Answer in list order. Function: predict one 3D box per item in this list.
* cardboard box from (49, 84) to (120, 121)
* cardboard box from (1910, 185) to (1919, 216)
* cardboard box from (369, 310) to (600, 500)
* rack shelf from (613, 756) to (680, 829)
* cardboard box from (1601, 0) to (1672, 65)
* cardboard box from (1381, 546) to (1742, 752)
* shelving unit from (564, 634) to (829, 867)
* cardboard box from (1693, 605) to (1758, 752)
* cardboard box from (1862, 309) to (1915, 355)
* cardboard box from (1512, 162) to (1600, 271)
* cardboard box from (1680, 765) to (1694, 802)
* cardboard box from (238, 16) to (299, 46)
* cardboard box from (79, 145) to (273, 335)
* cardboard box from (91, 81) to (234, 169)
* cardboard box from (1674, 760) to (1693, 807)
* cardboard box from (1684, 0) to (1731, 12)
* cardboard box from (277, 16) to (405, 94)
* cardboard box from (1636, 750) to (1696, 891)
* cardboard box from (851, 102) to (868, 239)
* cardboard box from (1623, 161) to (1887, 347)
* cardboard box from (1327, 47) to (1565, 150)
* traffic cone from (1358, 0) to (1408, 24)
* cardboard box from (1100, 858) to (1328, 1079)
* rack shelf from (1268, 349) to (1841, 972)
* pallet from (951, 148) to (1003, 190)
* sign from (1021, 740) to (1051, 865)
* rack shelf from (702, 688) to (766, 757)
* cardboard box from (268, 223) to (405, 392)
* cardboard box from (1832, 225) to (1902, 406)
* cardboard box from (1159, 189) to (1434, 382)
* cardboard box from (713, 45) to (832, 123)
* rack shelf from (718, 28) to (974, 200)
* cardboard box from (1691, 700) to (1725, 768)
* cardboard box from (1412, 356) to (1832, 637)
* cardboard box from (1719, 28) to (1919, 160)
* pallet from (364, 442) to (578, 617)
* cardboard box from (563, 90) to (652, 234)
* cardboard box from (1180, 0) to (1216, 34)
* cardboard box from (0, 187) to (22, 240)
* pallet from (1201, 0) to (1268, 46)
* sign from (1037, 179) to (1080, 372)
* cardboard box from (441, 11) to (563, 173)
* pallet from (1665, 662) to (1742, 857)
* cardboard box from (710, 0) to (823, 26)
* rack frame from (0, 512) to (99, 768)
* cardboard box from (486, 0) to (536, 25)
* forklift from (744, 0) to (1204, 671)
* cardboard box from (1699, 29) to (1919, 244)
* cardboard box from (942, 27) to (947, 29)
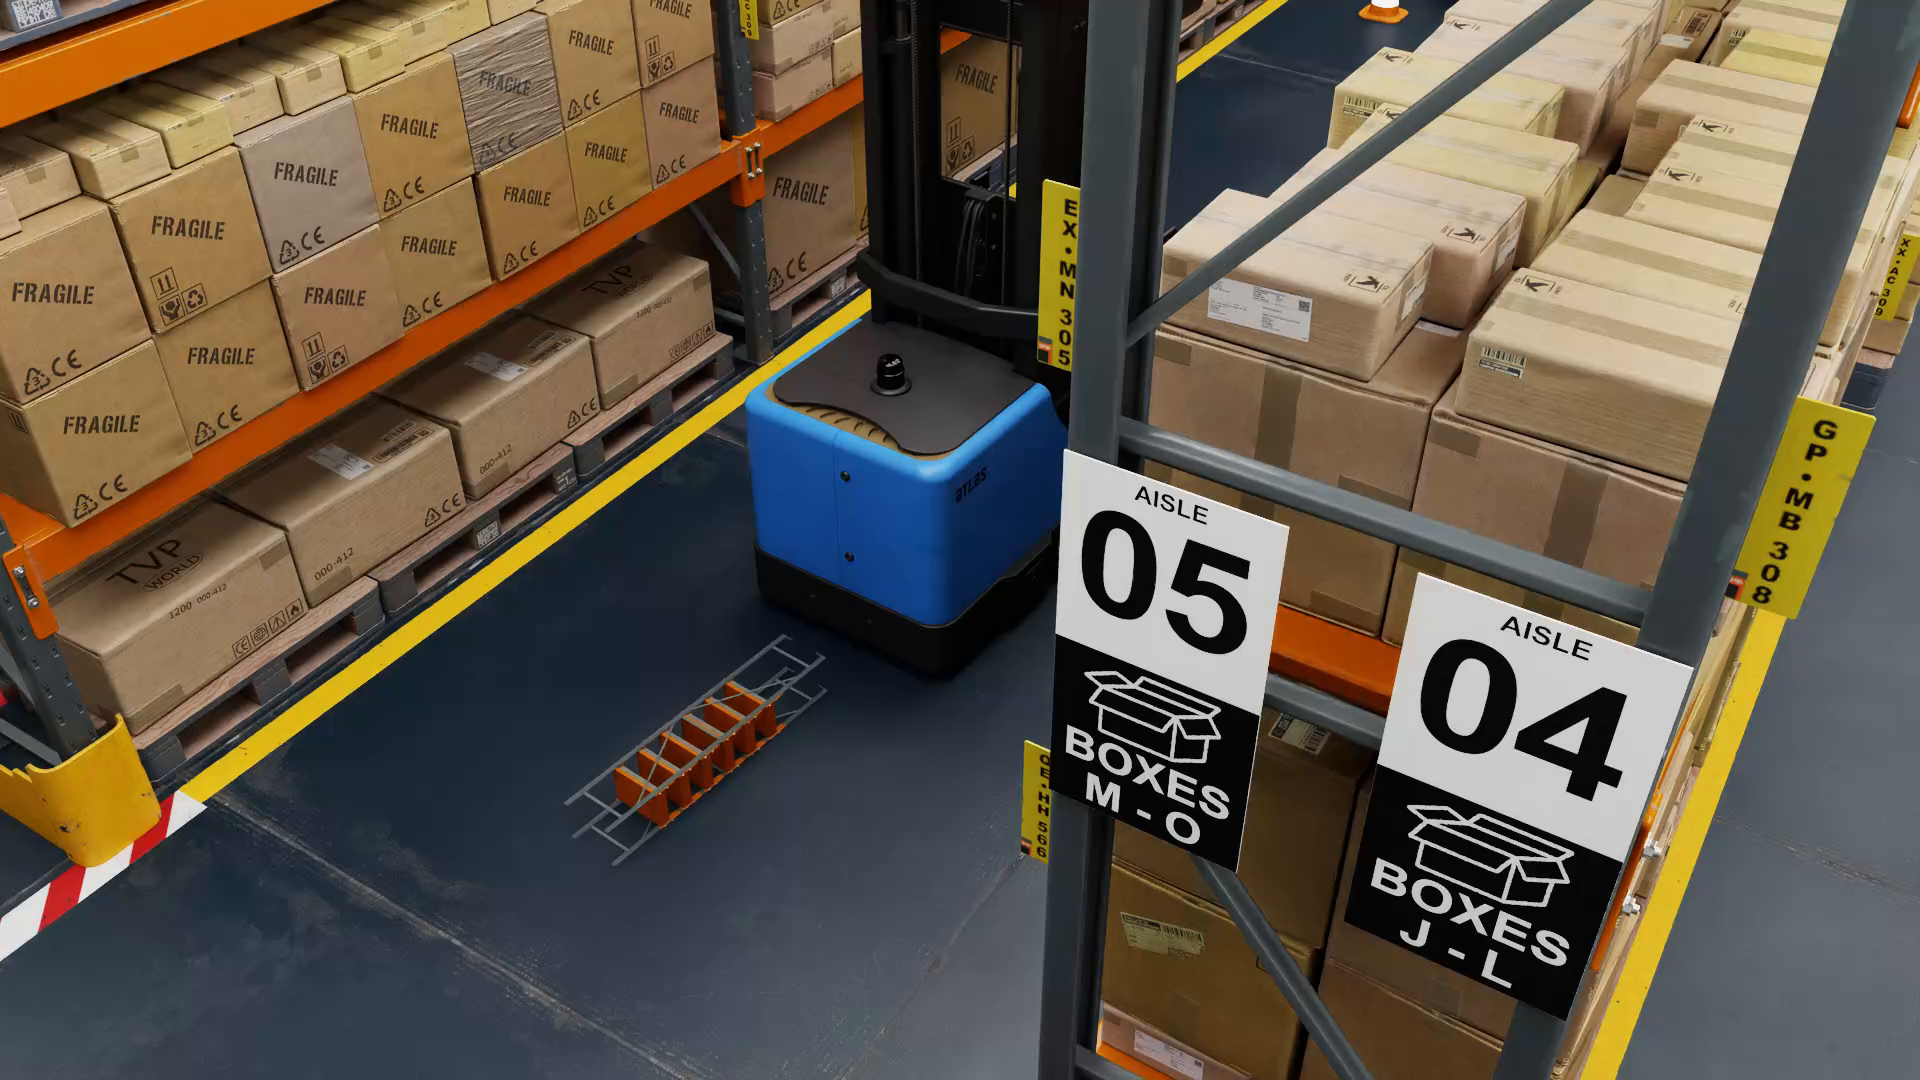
[{"bbox_3d":[-3.229,-1.607,5.946,0.380,0.149,0.250,22,43,26],"label":"cardboard box"},{"bbox_3d":[3.516,-1.244,6.282,0.380,0.149,0.250,22,43,26],"label":"cardboard box"},{"bbox_3d":[-2.368,-0.712,7.971,0.875,0.438,0.875,20,42,24],"label":"cardboard box"},{"bbox_3d":[-1.202,0.957,6.351,0.258,0.180,0.103,25,45,29],"label":"rack shelf"},{"bbox_3d":[1.402,-1.219,3.805,0.380,0.149,0.250,20,42,24],"label":"cardboard box"},{"bbox_3d":[1.086,0.042,2.904,0.500,0.250,0.500,23,43,27],"label":"cardboard box"},{"bbox_3d":[-1.009,0.803,6.548,0.258,0.189,1.200,25,45,29],"label":"shelving unit"},{"bbox_3d":[1.656,0.098,4.022,0.500,0.500,0.500,20,42,24],"label":"cardboard box"},{"bbox_3d":[3.372,-0.863,6.274,0.380,0.149,0.250,19,42,23],"label":"cardboard box"},{"bbox_3d":[0.934,-0.593,3.318,0.500,0.250,0.500,20,42,24],"label":"cardboard box"},{"bbox_3d":[2.553,0.797,6.250,0.380,0.149,0.250,20,42,24],"label":"cardboard box"},{"bbox_3d":[-2.788,-1.996,6.451,0.380,0.149,0.250,23,43,26],"label":"cardboard box"},{"bbox_3d":[-2.836,-1.107,5.828,0.500,0.500,0.500,20,42,24],"label":"cardboard box"},{"bbox_3d":[-2.738,-1.430,5.716,0.380,0.149,0.250,20,42,24],"label":"cardboard box"},{"bbox_3d":[2.299,0.806,5.752,0.380,0.149,0.250,19,42,23],"label":"cardboard box"},{"bbox_3d":[1.760,-1.390,4.353,0.500,0.250,0.500,22,43,26],"label":"cardboard box"},{"bbox_3d":[-2.314,-1.819,6.221,0.380,0.149,0.250,20,42,24],"label":"cardboard box"},{"bbox_3d":[1.641,0.488,4.335,0.500,0.500,0.500,22,43,26],"label":"cardboard box"},{"bbox_3d":[-0.719,-2.449,9.867,0.875,0.875,0.875,22,43,26],"label":"cardboard box"},{"bbox_3d":[1.354,-0.500,2.871,0.380,0.149,0.250,21,42,25],"label":"cardboard box"},{"bbox_3d":[0.961,-0.832,3.303,0.380,0.149,0.250,22,43,26],"label":"cardboard box"},{"bbox_3d":[3.342,-4.333,12.991,0.336,0.463,0.334,21,42,25],"label":"traffic cone"},{"bbox_3d":[0.653,0.846,3.871,0.500,0.500,0.500,22,43,26],"label":"cardboard box"},{"bbox_3d":[1.701,-0.615,4.224,1.077,0.370,4.000,21,42,25],"label":"rack shelf"},{"bbox_3d":[-0.459,-2.260,10.509,1.003,0.211,1.213,21,42,25],"label":"pallet"},{"bbox_3d":[0.171,0.543,3.381,0.100,0.325,0.005,21,42,25],"label":"sign"},{"bbox_3d":[-0.909,0.723,6.650,0.258,0.180,0.103,25,45,29],"label":"rack shelf"},{"bbox_3d":[-2.570,-0.968,6.466,0.500,0.500,0.500,21,42,25],"label":"cardboard box"},{"bbox_3d":[2.476,-0.698,5.054,0.500,0.500,0.500,20,42,24],"label":"cardboard box"},{"bbox_3d":[0.559,-0.433,2.785,0.380,0.149,0.250,21,42,25],"label":"cardboard box"},{"bbox_3d":[-1.003,-2.391,8.518,0.500,0.250,0.500,20,42,24],"label":"cardboard box"},{"bbox_3d":[-0.390,-3.057,9.847,1.077,0.370,4.000,21,42,25],"label":"rack shelf"},{"bbox_3d":[2.609,0.655,6.190,0.380,0.149,0.250,20,42,24],"label":"cardboard box"},{"bbox_3d":[1.089,-0.154,2.750,0.500,0.250,0.500,22,43,26],"label":"cardboard box"},{"bbox_3d":[1.755,-0.897,3.387,0.380,0.149,0.250,23,43,26],"label":"cardboard box"},{"bbox_3d":[-2.588,-0.208,7.847,1.003,0.211,1.213,21,42,25],"label":"pallet"},{"bbox_3d":[-1.765,-1.760,7.495,0.500,0.500,0.500,20,42,24],"label":"cardboard box"},{"bbox_3d":[1.381,-4.169,12.510,0.950,0.372,0.625,20,42,24],"label":"cardboard box"},{"bbox_3d":[-3.181,-1.033,5.201,0.380,0.149,0.250,22,43,26],"label":"cardboard box"},{"bbox_3d":[1.756,-4.297,13.151,1.003,0.211,1.213,21,42,25],"label":"pallet"},{"bbox_3d":[0.171,-0.412,2.645,0.100,0.325,0.005,21,42,25],"label":"sign"},{"bbox_3d":[-2.025,-1.888,6.841,0.500,0.500,0.500,22,43,26],"label":"cardboard box"},{"bbox_3d":[2.442,0.719,6.645,1.003,0.211,1.213,21,42,25],"label":"pallet"},{"bbox_3d":[-0.983,-2.879,8.127,0.500,0.500,0.500,22,43,26],"label":"cardboard box"},{"bbox_3d":[-3.605,-0.248,5.615,1.000,3.000,0.127,21,42,25],"label":"rack frame"},{"bbox_3d":[-1.957,-2.237,6.763,0.380,0.149,0.250,21,42,25],"label":"cardboard box"},{"bbox_3d":[0.354,-1.473,7.261,1.130,2.935,3.031,23,43,27],"label":"forklift"},{"bbox_3d":[1.913,-0.936,3.764,0.500,0.250,0.500,20,42,24],"label":"cardboard box"},{"bbox_3d":[-0.163,-3.172,9.531,0.500,0.250,0.500,20,42,24],"label":"cardboard box"}]
